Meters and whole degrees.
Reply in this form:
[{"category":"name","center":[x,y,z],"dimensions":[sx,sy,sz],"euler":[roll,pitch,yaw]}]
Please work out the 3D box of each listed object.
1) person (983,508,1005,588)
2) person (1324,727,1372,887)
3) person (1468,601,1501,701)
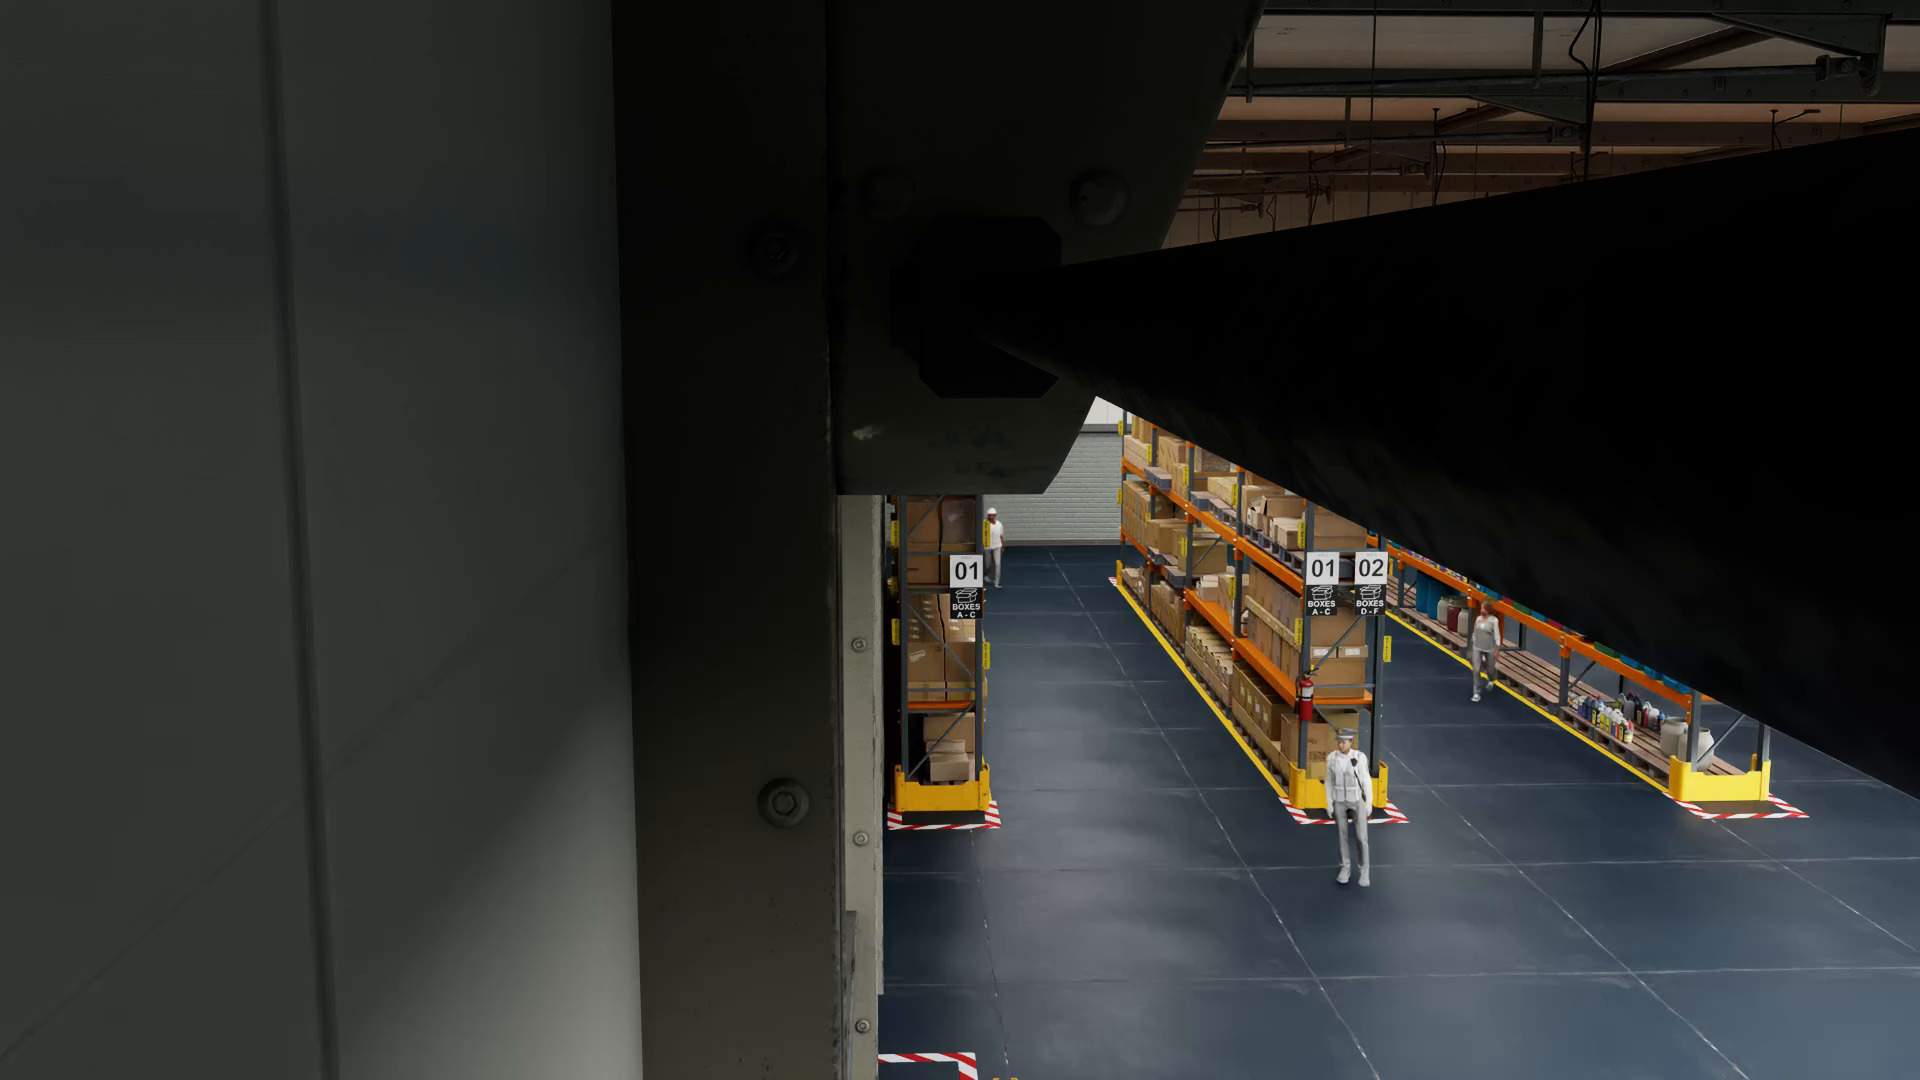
[{"category":"person","center":[0.689,0.161,36.038],"dimensions":[0.609,1.727,0.841],"euler":[-1,8,-5]},{"category":"person","center":[4.203,2.874,18.013],"dimensions":[0.547,1.721,0.349],"euler":[4,9,23]},{"category":"person","center":[8.223,1.716,26.064],"dimensions":[0.480,1.567,0.637],"euler":[3,9,21]}]
